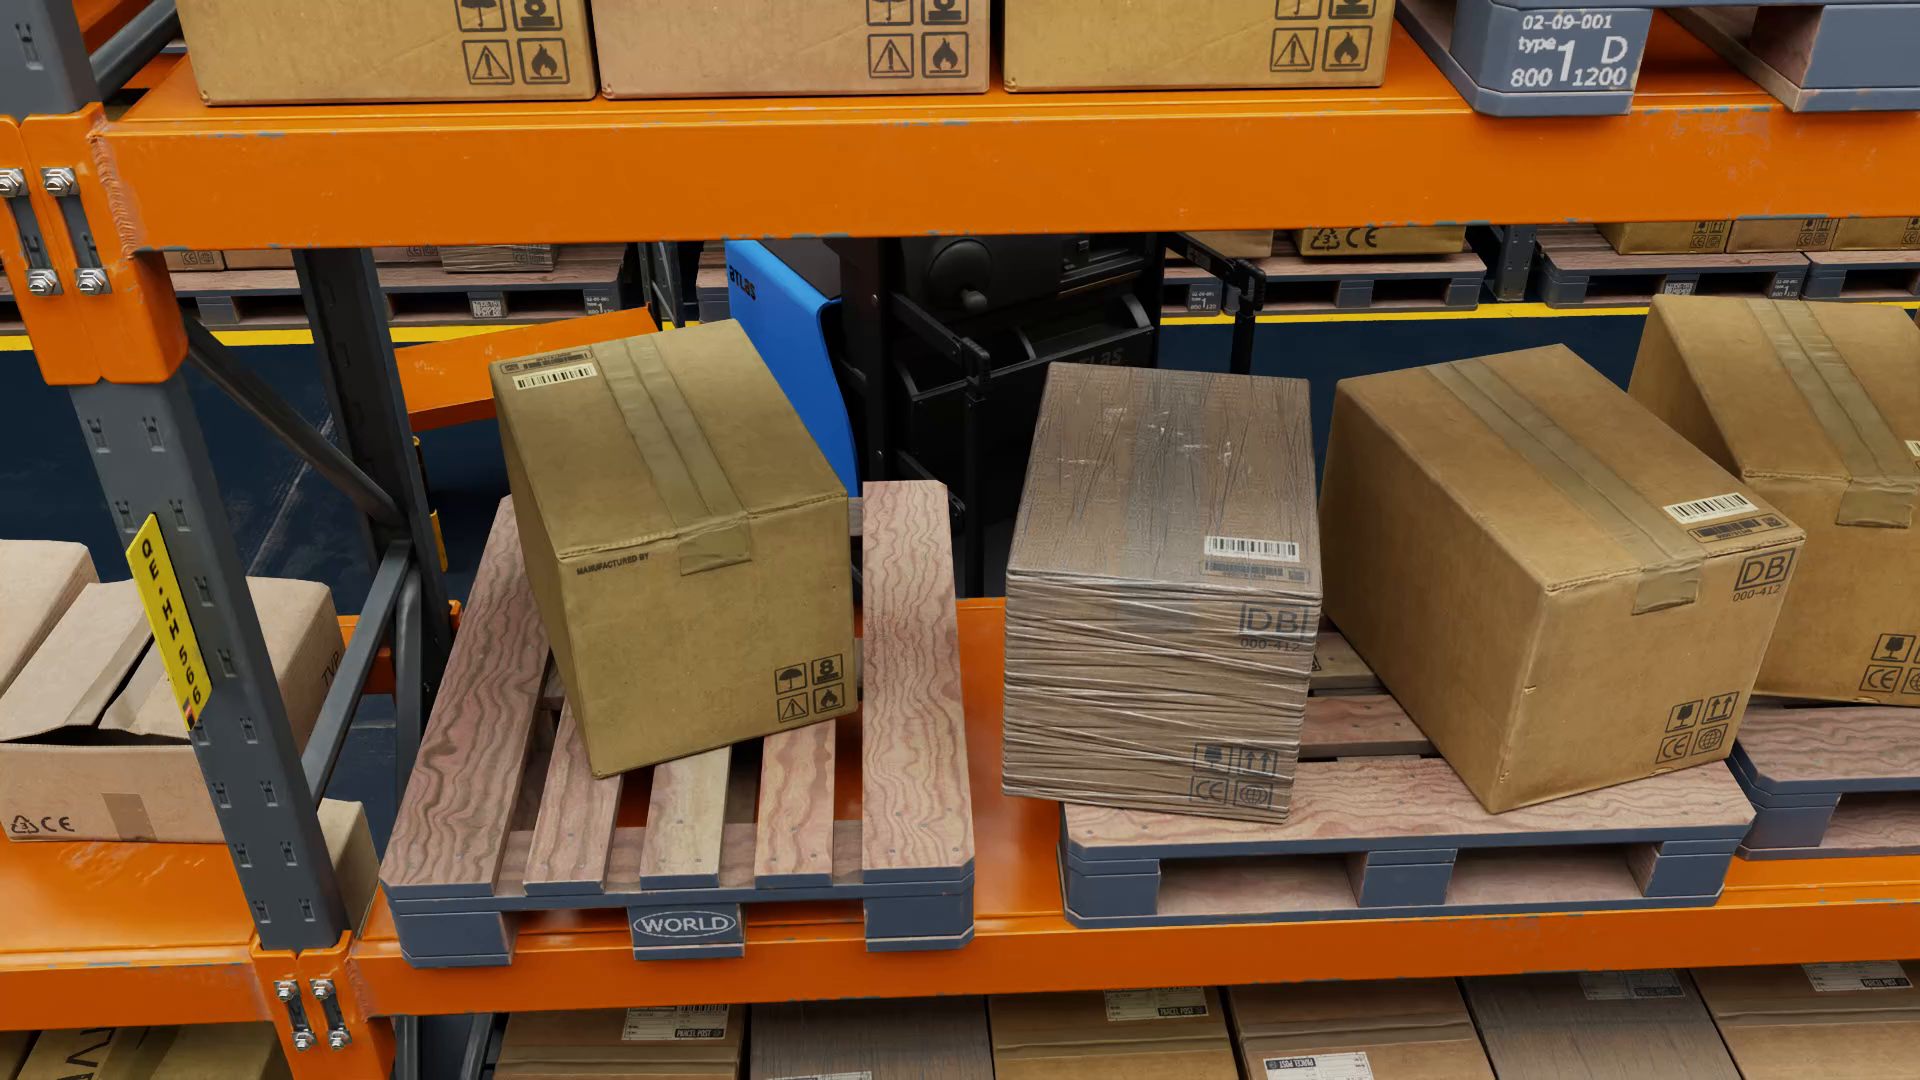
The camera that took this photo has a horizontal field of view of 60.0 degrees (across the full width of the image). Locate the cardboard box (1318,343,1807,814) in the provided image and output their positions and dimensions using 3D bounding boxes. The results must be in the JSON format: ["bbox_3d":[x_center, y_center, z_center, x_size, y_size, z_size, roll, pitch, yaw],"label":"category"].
[{"bbox_3d":[1.057,0.045,3.092,0.500,0.500,0.700,-10,36,-14],"label":"cardboard box"}]

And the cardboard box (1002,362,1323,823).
[{"bbox_3d":[0.370,0.073,3.051,0.500,0.500,0.700,5,35,7],"label":"cardboard box"}]

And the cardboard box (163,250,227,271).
[{"bbox_3d":[-3.651,-1.639,7.793,0.500,0.500,0.700,-1,35,-2],"label":"cardboard box"}]

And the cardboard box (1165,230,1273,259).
[{"bbox_3d":[1.050,-1.811,7.751,0.750,0.750,0.750,-1,35,-1],"label":"cardboard box"}]

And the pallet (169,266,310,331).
[{"bbox_3d":[-3.411,-1.333,7.991,1.213,0.211,1.003,-2,35,-2],"label":"pallet"}]

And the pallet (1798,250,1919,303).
[{"bbox_3d":[4.566,-1.503,8.236,1.213,0.211,1.003,-2,35,-2],"label":"pallet"}]

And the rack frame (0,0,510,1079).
[{"bbox_3d":[-1.177,0.284,3.203,0.127,3.000,1.000,-2,35,-2],"label":"rack frame"}]

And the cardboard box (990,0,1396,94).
[{"bbox_3d":[0.287,-1.049,2.406,0.500,0.500,0.910,-2,35,-2],"label":"cardboard box"}]

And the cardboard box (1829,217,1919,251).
[{"bbox_3d":[4.347,-1.770,7.999,0.500,0.500,0.700,-1,35,-1],"label":"cardboard box"}]

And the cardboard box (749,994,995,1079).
[{"bbox_3d":[-0.186,1.264,3.597,0.500,0.500,0.500,-3,35,-4],"label":"cardboard box"}]

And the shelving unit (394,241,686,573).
[{"bbox_3d":[-1.553,-0.753,6.020,1.083,1.500,0.587,-13,37,-18],"label":"shelving unit"}]

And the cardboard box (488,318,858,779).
[{"bbox_3d":[-0.553,-0.010,3.172,0.500,0.500,0.700,-13,37,-18],"label":"cardboard box"}]

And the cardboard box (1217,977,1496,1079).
[{"bbox_3d":[0.837,1.237,3.637,0.500,0.500,0.500,-3,35,-4],"label":"cardboard box"}]

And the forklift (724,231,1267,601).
[{"bbox_3d":[0.326,-0.903,4.979,1.130,2.935,3.031,-19,39,-25],"label":"forklift"}]

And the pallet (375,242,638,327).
[{"bbox_3d":[-2.195,-1.365,8.036,1.213,0.211,1.003,-2,35,-2],"label":"pallet"}]

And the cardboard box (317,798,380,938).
[{"bbox_3d":[-1.714,0.859,3.927,0.500,0.311,0.500,0,35,-1],"label":"cardboard box"}]

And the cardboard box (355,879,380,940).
[{"bbox_3d":[-1.714,1.089,4.087,0.500,0.250,0.500,-2,35,-2],"label":"cardboard box"}]

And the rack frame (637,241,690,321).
[{"bbox_3d":[-1.415,-2.531,7.272,0.127,3.000,1.000,-2,35,-2],"label":"rack frame"}]

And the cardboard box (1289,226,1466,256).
[{"bbox_3d":[1.938,-1.836,7.788,0.750,0.750,0.750,-1,35,-2],"label":"cardboard box"}]

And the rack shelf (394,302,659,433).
[{"bbox_3d":[-1.561,-0.603,6.119,1.000,0.185,0.538,-13,37,-18],"label":"rack shelf"}]

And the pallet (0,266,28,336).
[{"bbox_3d":[-4.633,-1.299,7.941,1.213,0.211,1.003,-2,35,-2],"label":"pallet"}]

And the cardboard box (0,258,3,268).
[{"bbox_3d":[-4.676,-1.606,7.745,0.500,0.500,0.700,0,35,-1],"label":"cardboard box"}]

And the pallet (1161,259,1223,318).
[{"bbox_3d":[0.592,-1.394,8.079,1.213,0.211,1.003,-2,35,-2],"label":"pallet"}]

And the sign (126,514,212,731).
[{"bbox_3d":[-1.147,0.124,2.418,0.005,0.325,0.100,-2,35,-2],"label":"sign"}]

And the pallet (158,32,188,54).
[{"bbox_3d":[-3.390,-2.376,7.216,1.213,0.211,1.003,-2,35,-2],"label":"pallet"}]

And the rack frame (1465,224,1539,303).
[{"bbox_3d":[2.581,-2.639,7.428,0.127,3.000,1.000,-2,35,-2],"label":"rack frame"}]

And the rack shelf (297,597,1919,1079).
[{"bbox_3d":[0.821,0.526,3.486,4.000,0.370,1.077,-2,35,-2],"label":"rack shelf"}]

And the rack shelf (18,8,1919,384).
[{"bbox_3d":[0.821,-0.707,2.632,4.000,0.370,1.077,-2,35,-2],"label":"rack shelf"}]

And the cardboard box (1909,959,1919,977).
[{"bbox_3d":[2.340,1.200,3.691,0.500,0.500,0.500,-2,35,-2],"label":"cardboard box"}]

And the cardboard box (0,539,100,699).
[{"bbox_3d":[-2.079,0.235,3.353,0.500,0.311,0.500,-2,35,-3],"label":"cardboard box"}]

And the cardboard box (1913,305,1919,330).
[{"bbox_3d":[2.335,-0.152,3.376,0.500,0.500,0.700,-13,37,-18],"label":"cardboard box"}]

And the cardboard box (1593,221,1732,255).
[{"bbox_3d":[3.333,-1.746,7.964,0.500,0.500,0.700,-1,35,-2],"label":"cardboard box"}]

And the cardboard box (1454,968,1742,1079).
[{"bbox_3d":[1.345,1.222,3.659,0.500,0.500,0.500,-1,35,-2],"label":"cardboard box"}]

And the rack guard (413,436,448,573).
[{"bbox_3d":[-2.016,-0.135,6.225,0.087,0.250,0.587,-13,37,-18],"label":"rack guard"}]

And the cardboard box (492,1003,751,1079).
[{"bbox_3d":[-0.708,1.281,3.572,0.500,0.500,0.500,0,35,0],"label":"cardboard box"}]

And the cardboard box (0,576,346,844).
[{"bbox_3d":[-1.542,0.306,3.250,0.500,0.311,0.500,1,35,1],"label":"cardboard box"}]

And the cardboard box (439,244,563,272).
[{"bbox_3d":[-2.131,-1.635,7.787,0.500,0.500,0.700,-1,35,-2],"label":"cardboard box"}]

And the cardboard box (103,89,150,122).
[{"bbox_3d":[-3.717,-1.944,7.575,0.500,0.250,0.500,-2,35,-4],"label":"cardboard box"}]

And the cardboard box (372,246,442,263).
[{"bbox_3d":[-2.652,-1.688,7.863,0.500,0.500,0.700,-2,35,-2],"label":"cardboard box"}]

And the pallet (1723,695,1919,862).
[{"bbox_3d":[2.016,0.215,3.472,1.213,0.211,1.003,-2,35,-2],"label":"pallet"}]

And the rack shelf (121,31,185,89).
[{"bbox_3d":[-3.413,-2.182,7.399,4.000,0.370,1.077,-2,35,-2],"label":"rack shelf"}]

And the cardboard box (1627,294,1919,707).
[{"bbox_3d":[1.651,-0.097,3.297,0.500,0.500,0.700,4,35,5],"label":"cardboard box"}]

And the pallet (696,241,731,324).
[{"bbox_3d":[-0.624,-1.363,8.034,1.213,0.211,1.003,-2,35,-2],"label":"pallet"}]

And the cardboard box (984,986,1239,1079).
[{"bbox_3d":[0.316,1.254,3.613,0.500,0.500,0.500,-2,35,-3],"label":"cardboard box"}]

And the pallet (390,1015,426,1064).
[{"bbox_3d":[-2.001,1.431,3.997,1.213,0.211,1.003,-2,35,-2],"label":"pallet"}]

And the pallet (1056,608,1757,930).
[{"bbox_3d":[0.766,0.308,3.337,1.213,0.211,1.003,-2,35,-2],"label":"pallet"}]

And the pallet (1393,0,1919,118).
[{"bbox_3d":[1.128,-0.972,2.548,1.003,0.211,1.213,-2,35,-2],"label":"pallet"}]

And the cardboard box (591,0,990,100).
[{"bbox_3d":[-0.233,-1.035,2.386,0.500,0.500,0.910,-2,35,-2],"label":"cardboard box"}]

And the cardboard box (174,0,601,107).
[{"bbox_3d":[-0.742,-1.021,2.366,0.500,0.500,0.910,-2,35,-2],"label":"cardboard box"}]

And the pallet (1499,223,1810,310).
[{"bbox_3d":[3.344,-1.469,8.187,1.213,0.211,1.003,-2,35,-2],"label":"pallet"}]

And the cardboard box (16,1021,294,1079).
[{"bbox_3d":[-1.688,1.166,3.484,0.500,0.311,0.500,-1,35,-1],"label":"cardboard box"}]

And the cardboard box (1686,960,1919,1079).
[{"bbox_3d":[1.845,1.208,3.678,0.500,0.500,0.500,-1,35,-2],"label":"cardboard box"}]

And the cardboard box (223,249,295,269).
[{"bbox_3d":[-3.147,-1.658,7.820,0.500,0.500,0.700,-2,35,-2],"label":"cardboard box"}]

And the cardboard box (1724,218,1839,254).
[{"bbox_3d":[3.835,-1.758,7.981,0.500,0.500,0.700,-2,35,-3],"label":"cardboard box"}]

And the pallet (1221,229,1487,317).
[{"bbox_3d":[1.814,-1.429,8.129,1.213,0.211,1.003,-2,35,-2],"label":"pallet"}]

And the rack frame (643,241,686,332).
[{"bbox_3d":[-1.089,-0.857,6.171,0.032,1.500,0.500,-13,37,-18],"label":"rack frame"}]

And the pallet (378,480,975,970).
[{"bbox_3d":[-0.503,0.305,3.342,1.003,0.211,1.213,-2,35,-2],"label":"pallet"}]

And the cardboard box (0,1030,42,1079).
[{"bbox_3d":[-2.207,1.184,3.458,0.500,0.311,0.500,-2,35,-3],"label":"cardboard box"}]

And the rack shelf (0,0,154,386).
[{"bbox_3d":[-3.174,-0.599,2.477,4.000,0.370,1.077,-2,35,-2],"label":"rack shelf"}]

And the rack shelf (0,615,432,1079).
[{"bbox_3d":[-3.174,0.634,3.330,4.000,0.370,1.077,-2,35,-2],"label":"rack shelf"}]
